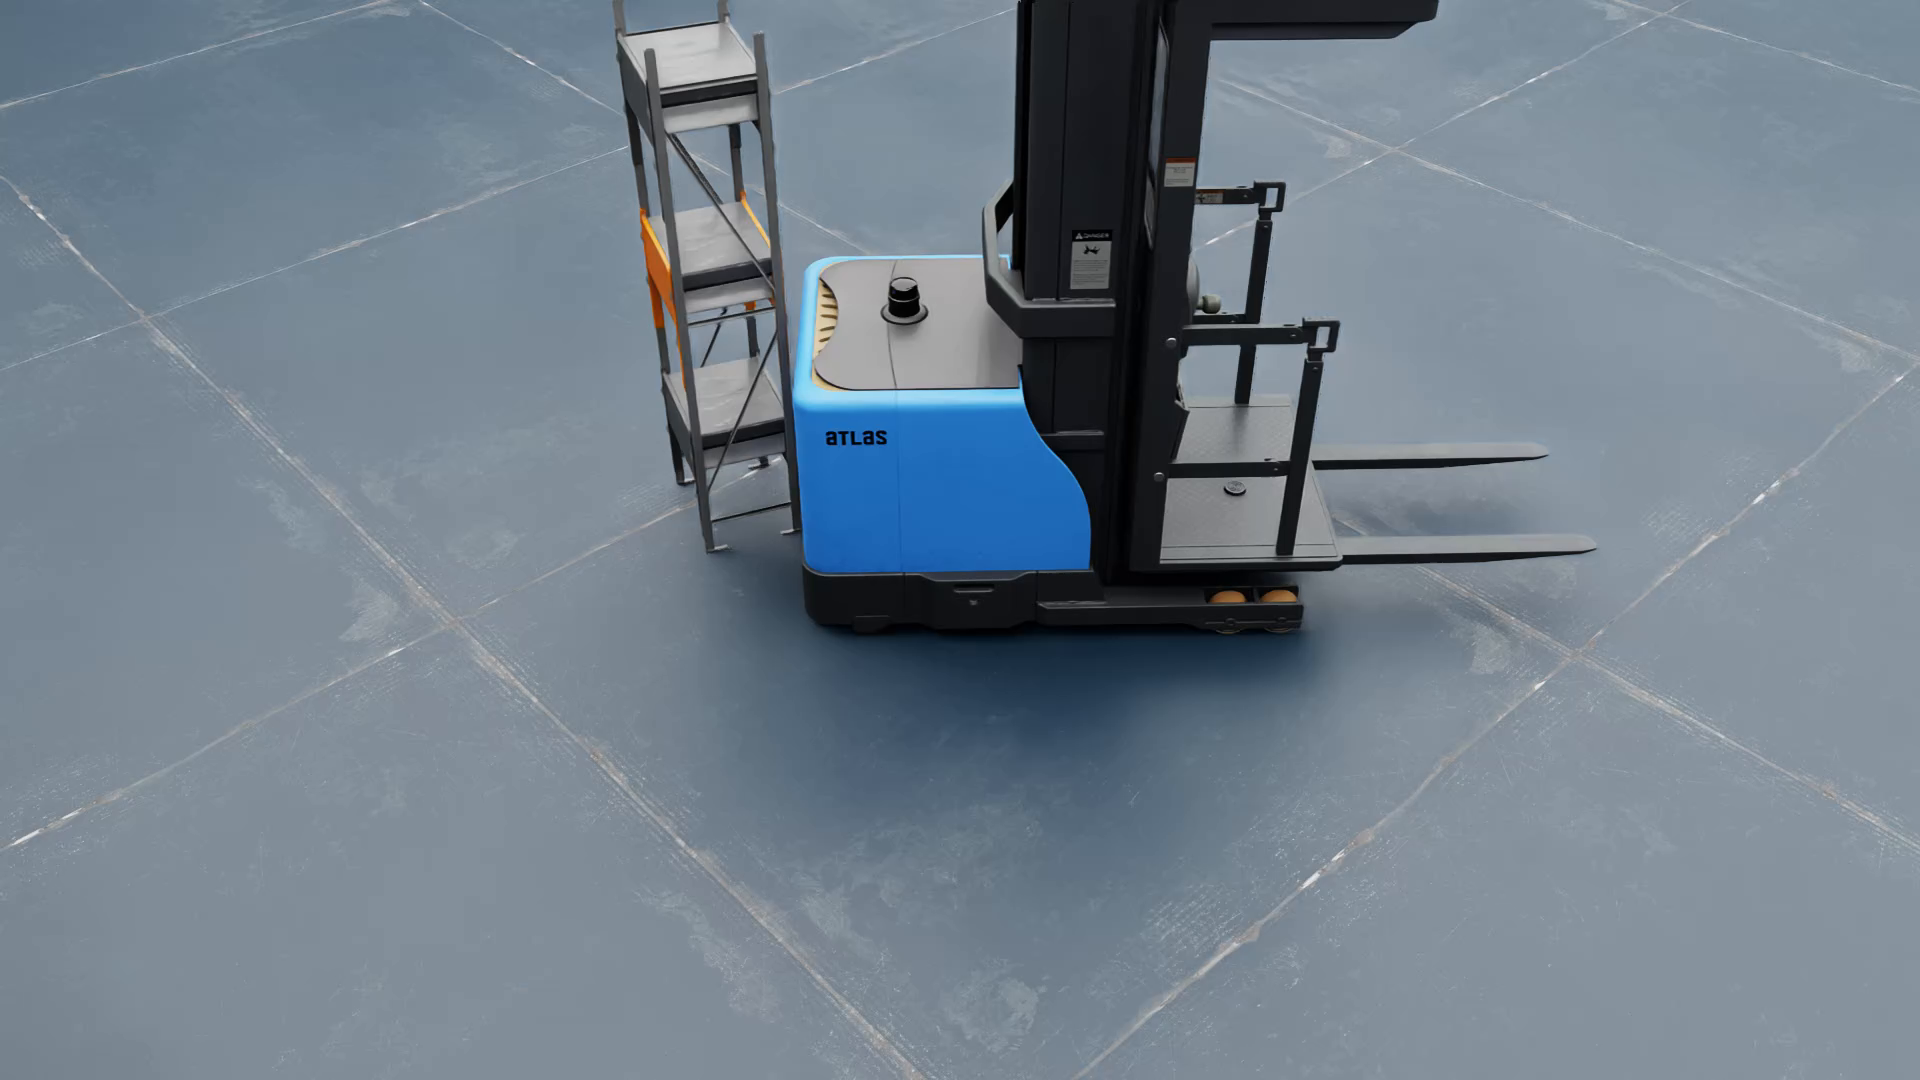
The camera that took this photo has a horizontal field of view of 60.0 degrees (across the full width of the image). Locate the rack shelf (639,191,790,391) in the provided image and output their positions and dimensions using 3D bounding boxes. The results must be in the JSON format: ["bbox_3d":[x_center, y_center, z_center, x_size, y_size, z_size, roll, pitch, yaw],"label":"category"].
[{"bbox_3d":[-0.923,-0.944,6.269,0.431,0.518,0.480,-14,41,-16],"label":"rack shelf"}]

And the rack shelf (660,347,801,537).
[{"bbox_3d":[-0.923,-0.399,6.709,0.431,0.518,0.480,-14,41,-16],"label":"rack shelf"}]

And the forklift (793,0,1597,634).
[{"bbox_3d":[0.915,-1.119,5.803,3.031,2.935,1.130,-1,39,-1],"label":"forklift"}]

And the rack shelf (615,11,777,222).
[{"bbox_3d":[-0.923,-1.489,5.830,0.431,0.518,0.480,-14,41,-16],"label":"rack shelf"}]

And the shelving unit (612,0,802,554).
[{"bbox_3d":[-0.923,-0.955,6.261,0.431,2.100,0.503,-14,41,-16],"label":"shelving unit"}]

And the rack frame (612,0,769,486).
[{"bbox_3d":[-1.012,-1.097,6.438,0.400,2.100,0.015,-14,41,-16],"label":"rack frame"}]

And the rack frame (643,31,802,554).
[{"bbox_3d":[-0.834,-0.812,6.084,0.400,2.100,0.015,-14,41,-16],"label":"rack frame"}]
